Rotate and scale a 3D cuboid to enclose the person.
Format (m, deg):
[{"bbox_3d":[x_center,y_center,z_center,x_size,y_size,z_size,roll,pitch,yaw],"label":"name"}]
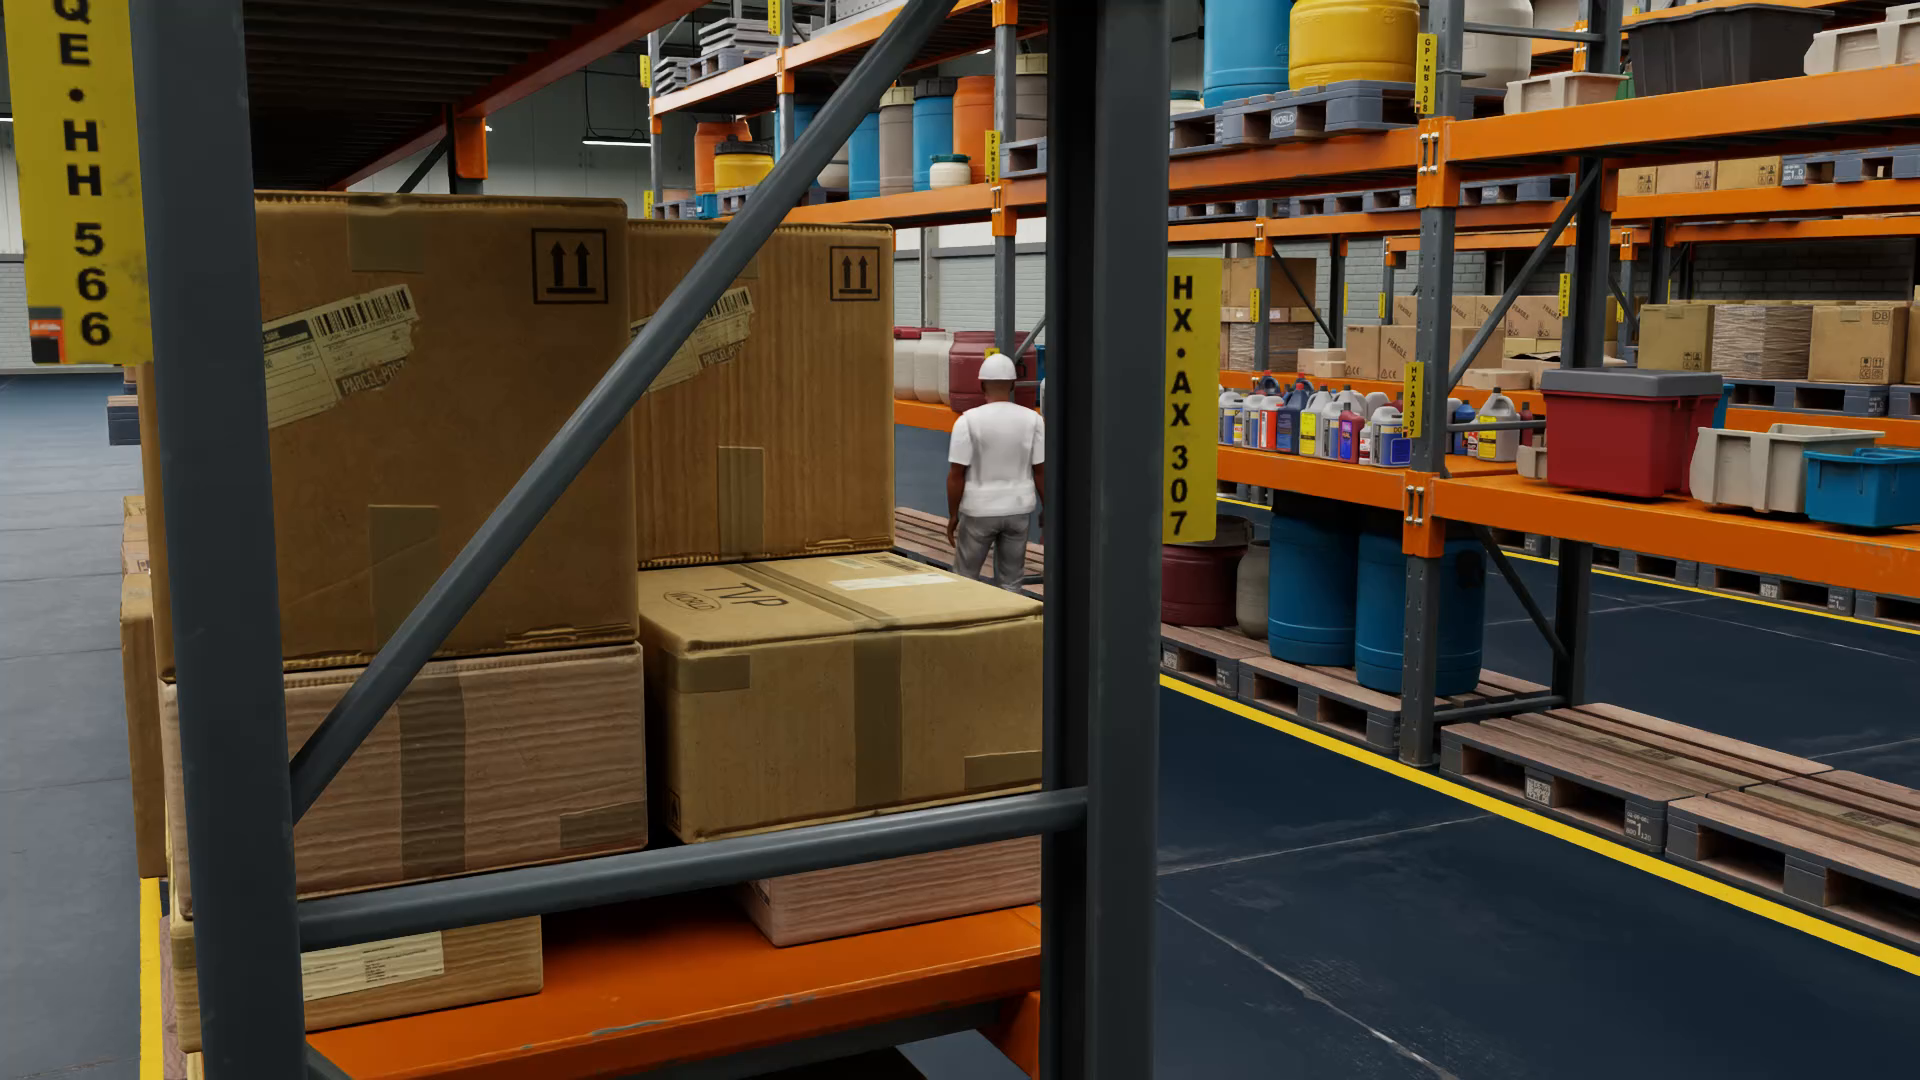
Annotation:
[{"bbox_3d":[0.210,-0.132,9.210,0.600,1.791,0.525,-1,9,-9],"label":"person"}]
